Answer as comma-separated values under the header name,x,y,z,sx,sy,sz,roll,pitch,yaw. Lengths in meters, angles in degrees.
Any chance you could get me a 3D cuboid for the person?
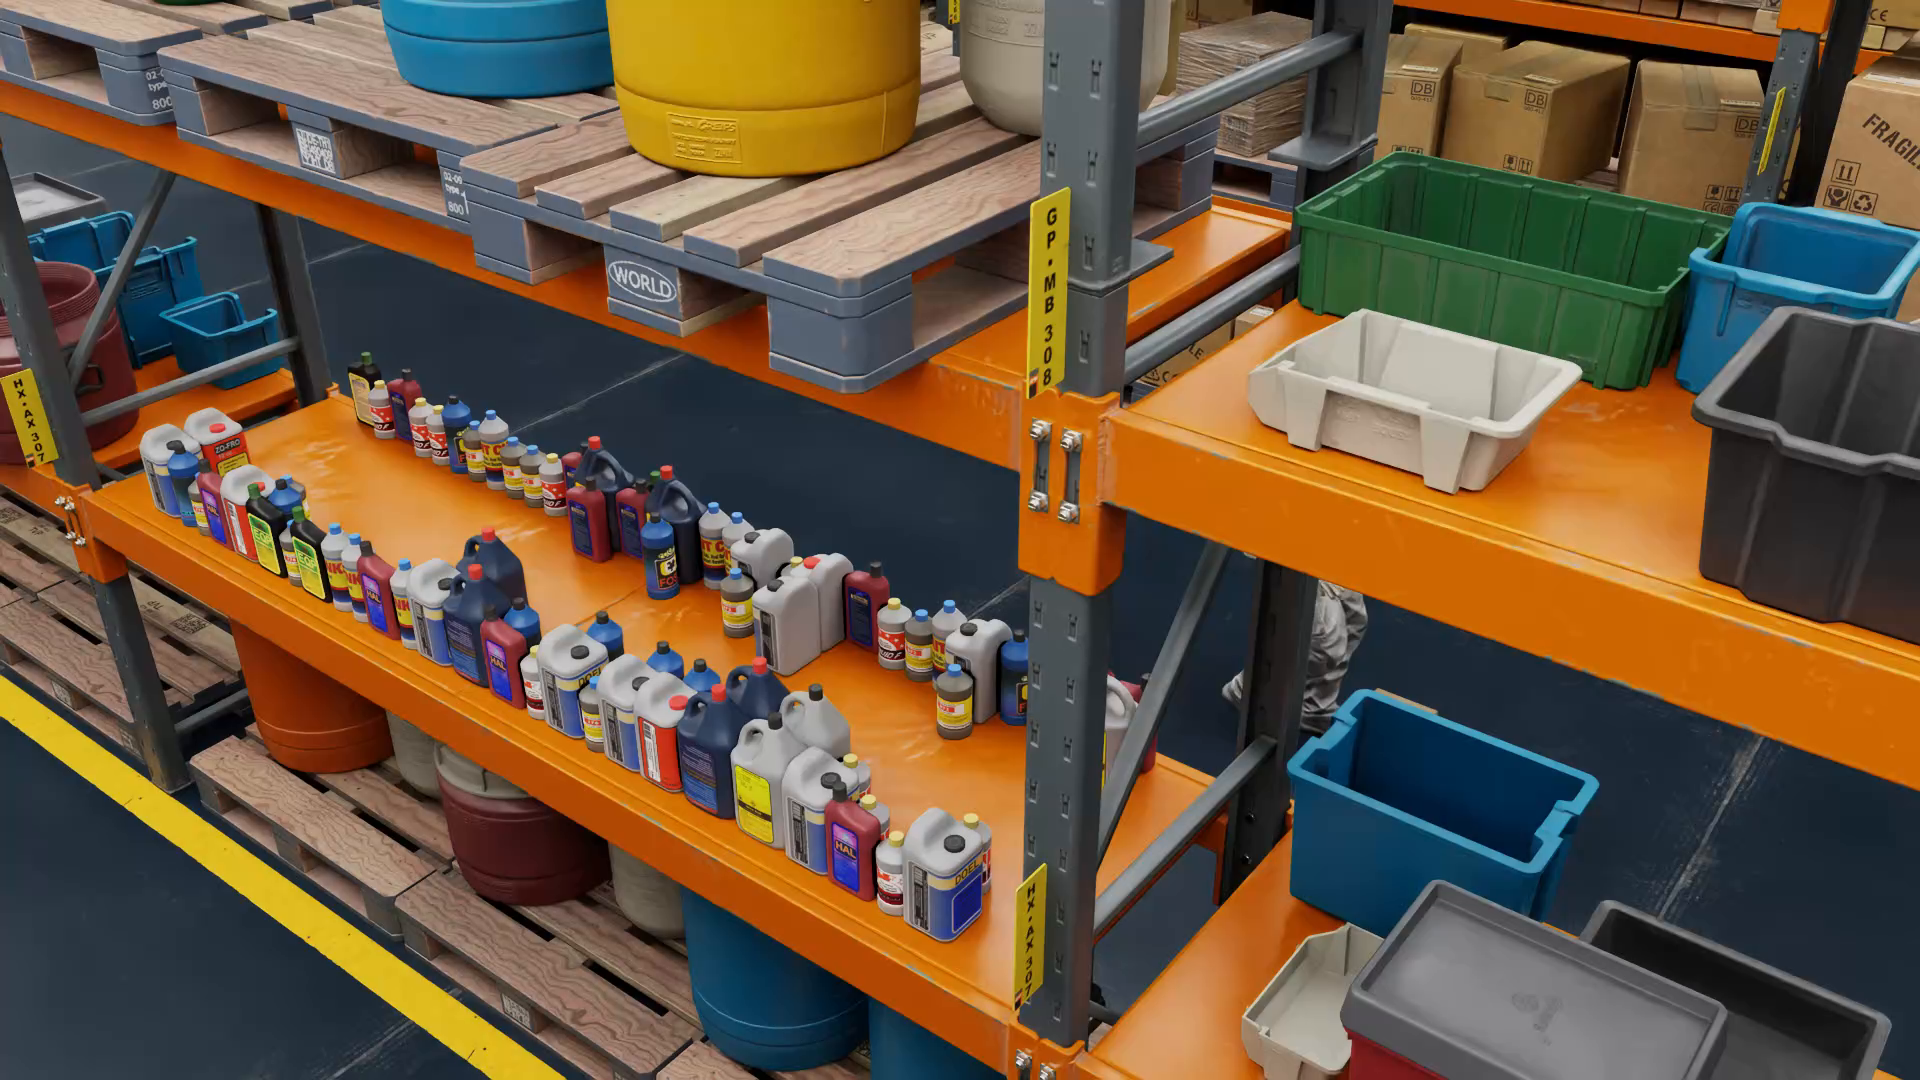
name,x,y,z,sx,sy,sz,roll,pitch,yaw
person,1.315,0.009,6.164,0.633,1.728,0.576,18,35,27
